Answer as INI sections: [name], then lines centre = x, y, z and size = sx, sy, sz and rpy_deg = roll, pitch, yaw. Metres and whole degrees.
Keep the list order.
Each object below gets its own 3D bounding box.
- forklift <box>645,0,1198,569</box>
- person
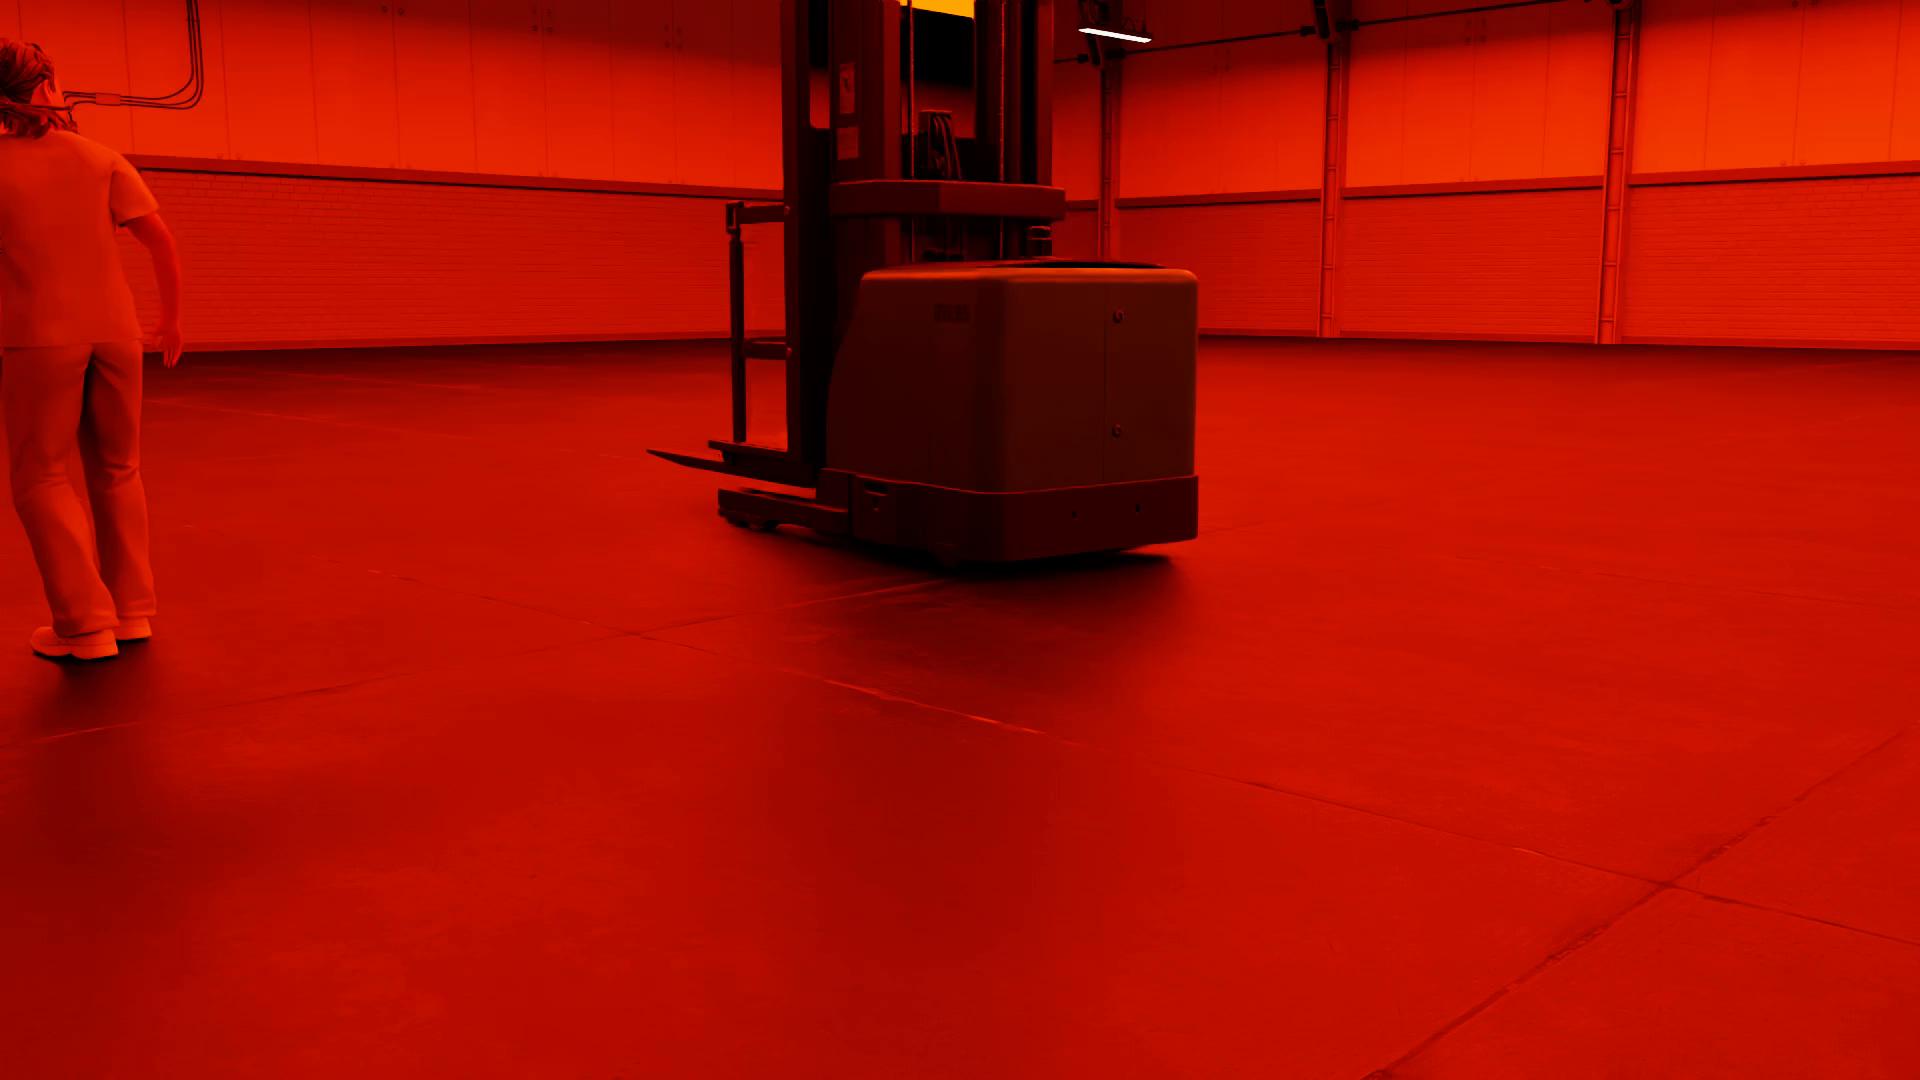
[forklift]
centre = -0.380, -1.522, 6.982
size = 1.130, 2.935, 3.031
rpy_deg = -6, 11, -36
[person]
centre = -2.487, -0.516, 4.580
size = 0.476, 1.658, 0.640
rpy_deg = 7, 11, 40
